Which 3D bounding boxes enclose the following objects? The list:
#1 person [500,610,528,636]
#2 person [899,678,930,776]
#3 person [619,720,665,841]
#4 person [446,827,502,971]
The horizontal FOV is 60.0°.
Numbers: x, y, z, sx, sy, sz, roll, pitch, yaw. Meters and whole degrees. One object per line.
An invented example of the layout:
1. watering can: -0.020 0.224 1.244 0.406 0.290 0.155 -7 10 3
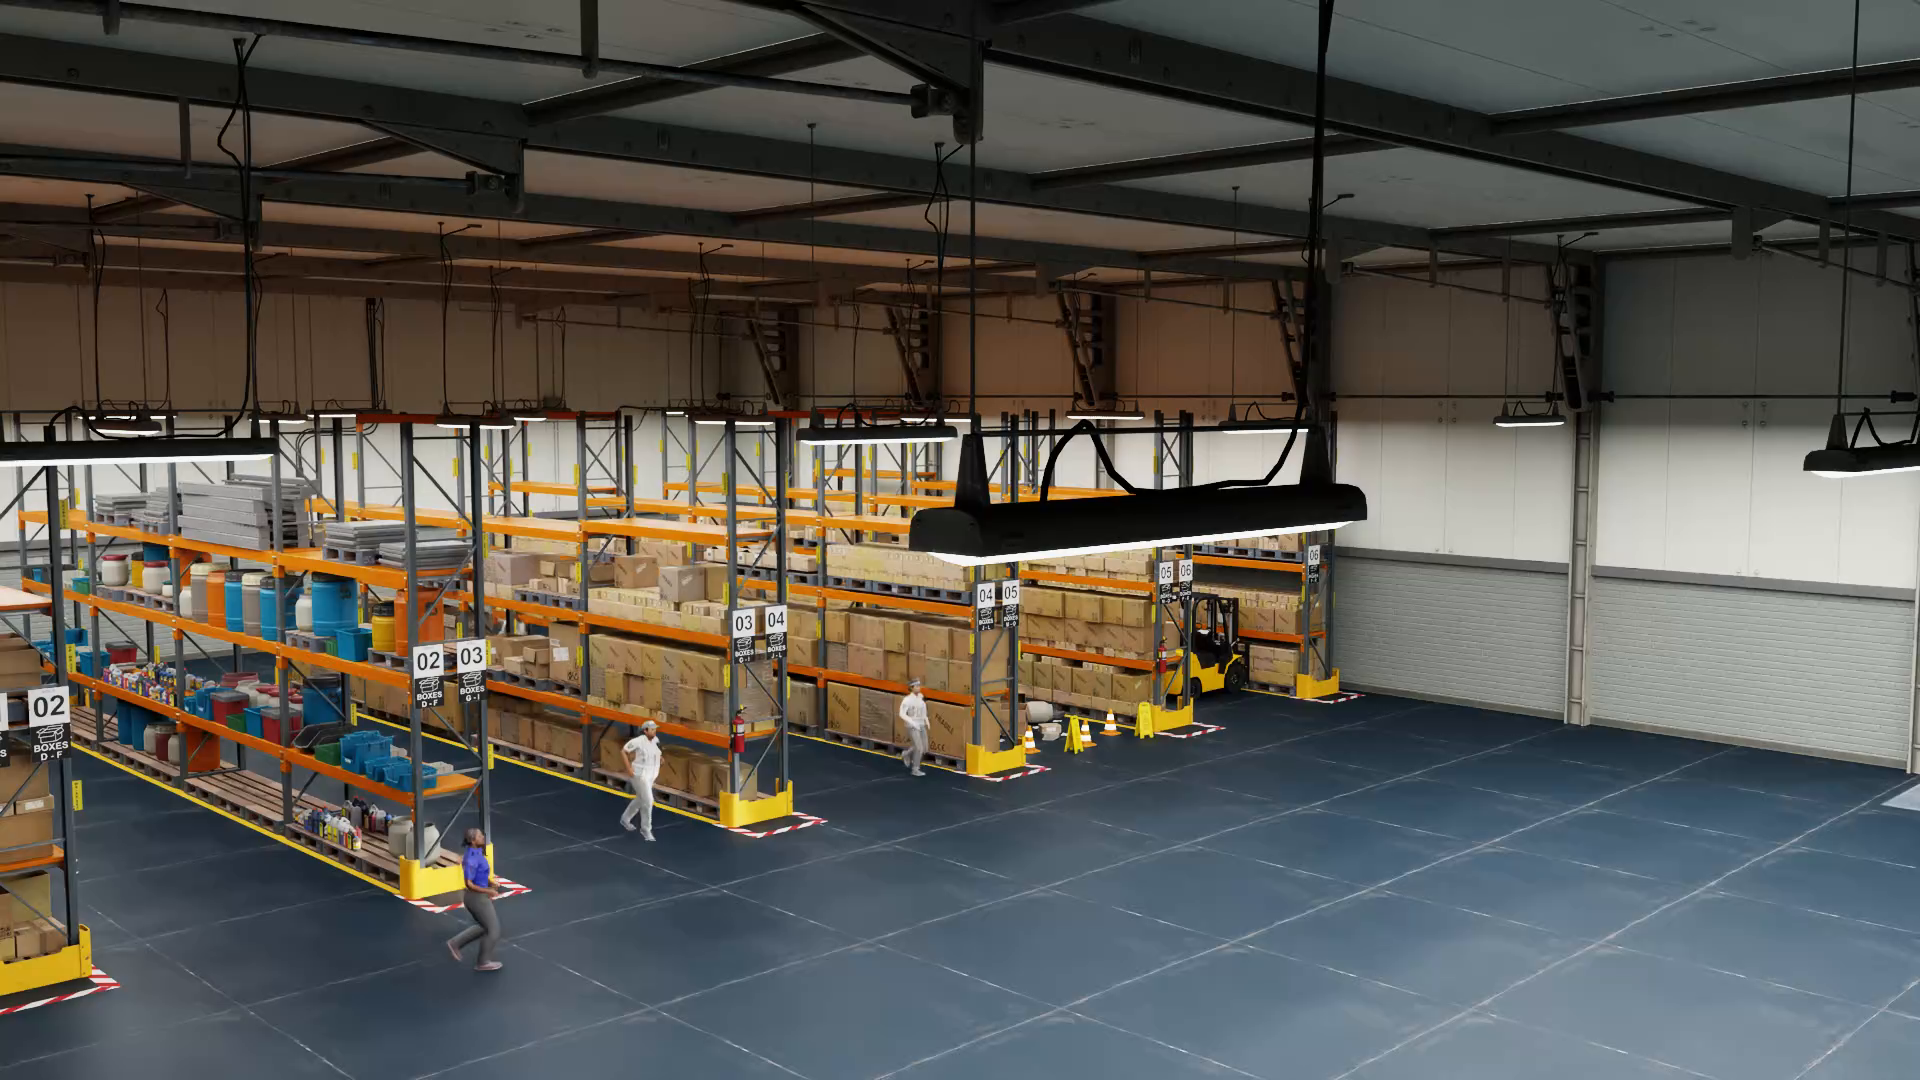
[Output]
1. person: -9.715 2.329 36.242 0.667 1.760 0.723 -5 7 -43
2. person: -0.780 3.096 27.722 0.579 1.634 0.645 4 6 40
3. person: -4.573 3.444 24.027 0.800 1.703 0.604 3 6 30
4. person: -5.344 3.944 18.244 0.590 1.604 0.575 -2 5 -19
